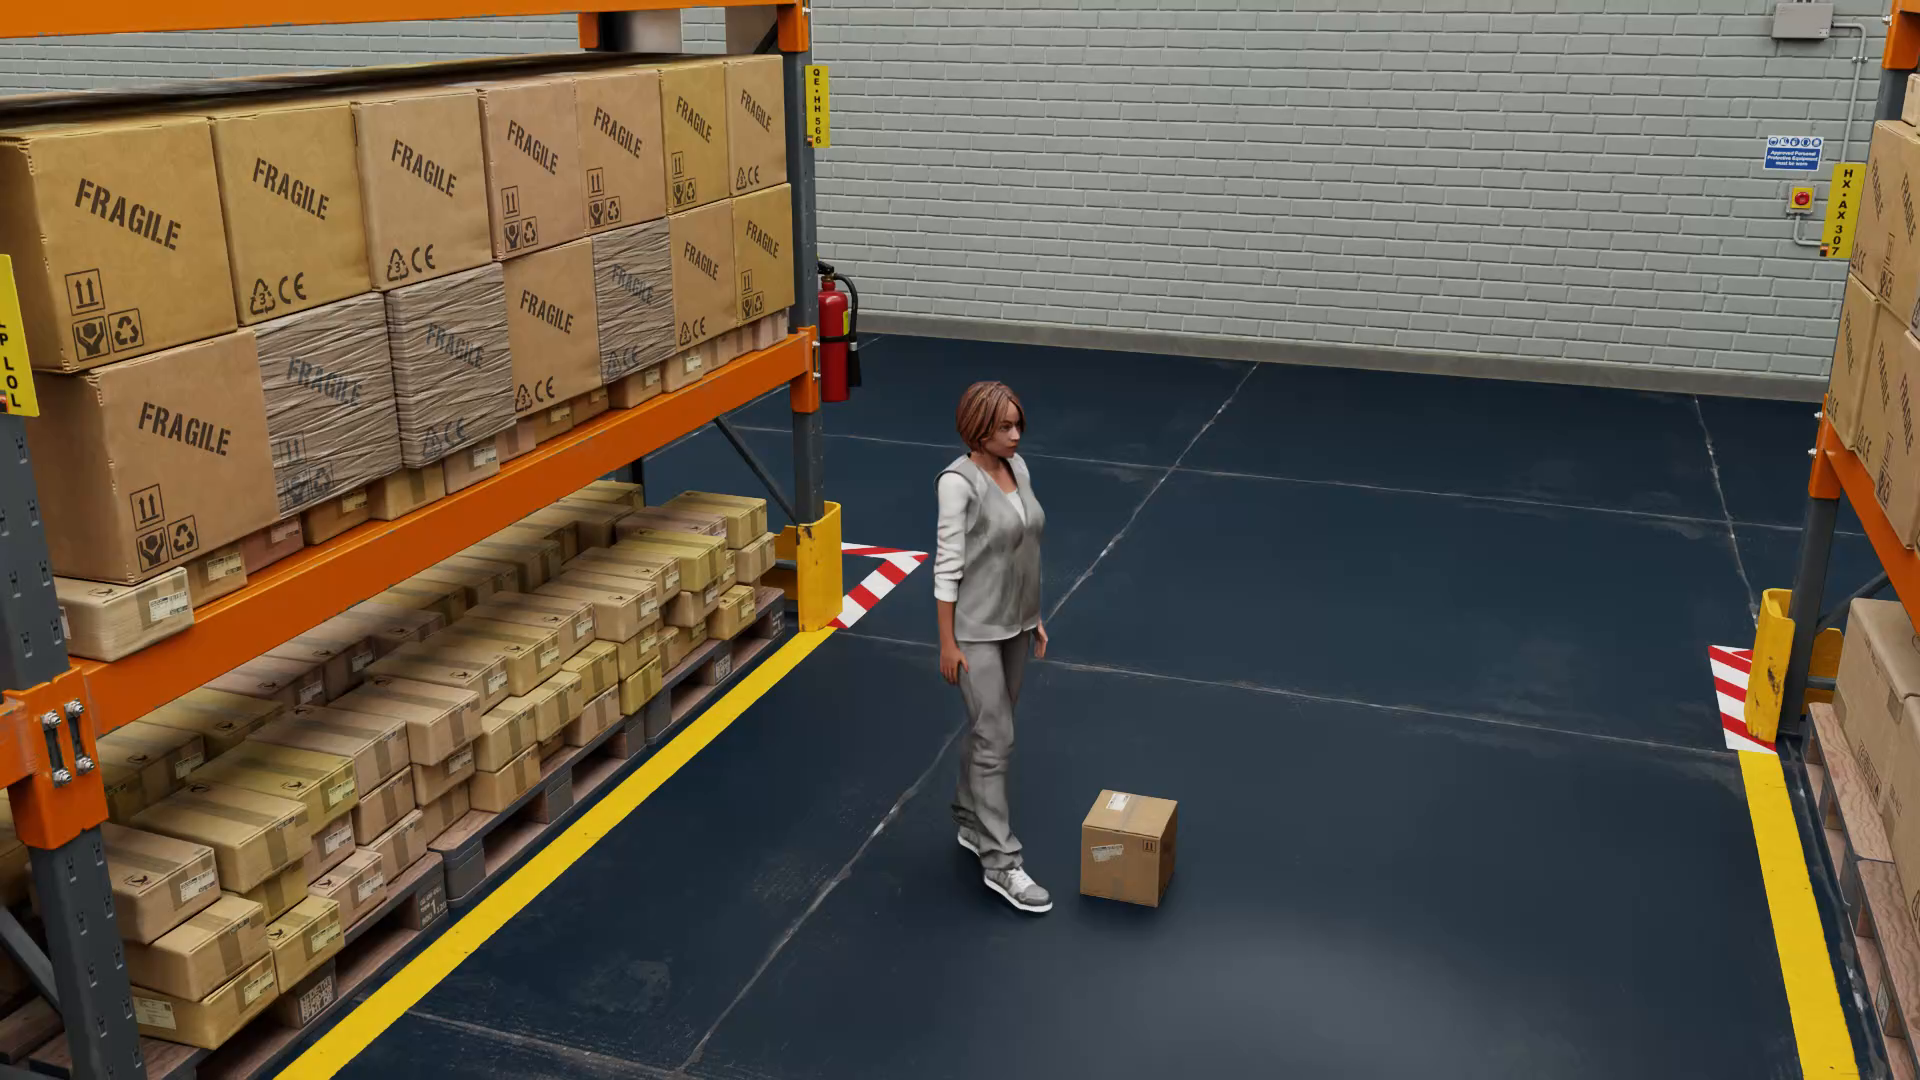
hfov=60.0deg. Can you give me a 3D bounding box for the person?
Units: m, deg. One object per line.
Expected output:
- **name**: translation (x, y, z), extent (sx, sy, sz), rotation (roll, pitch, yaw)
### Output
- **person**: translation (0.168, 0.306, 5.154), extent (0.524, 1.599, 0.433), rotation (13, 23, 33)
